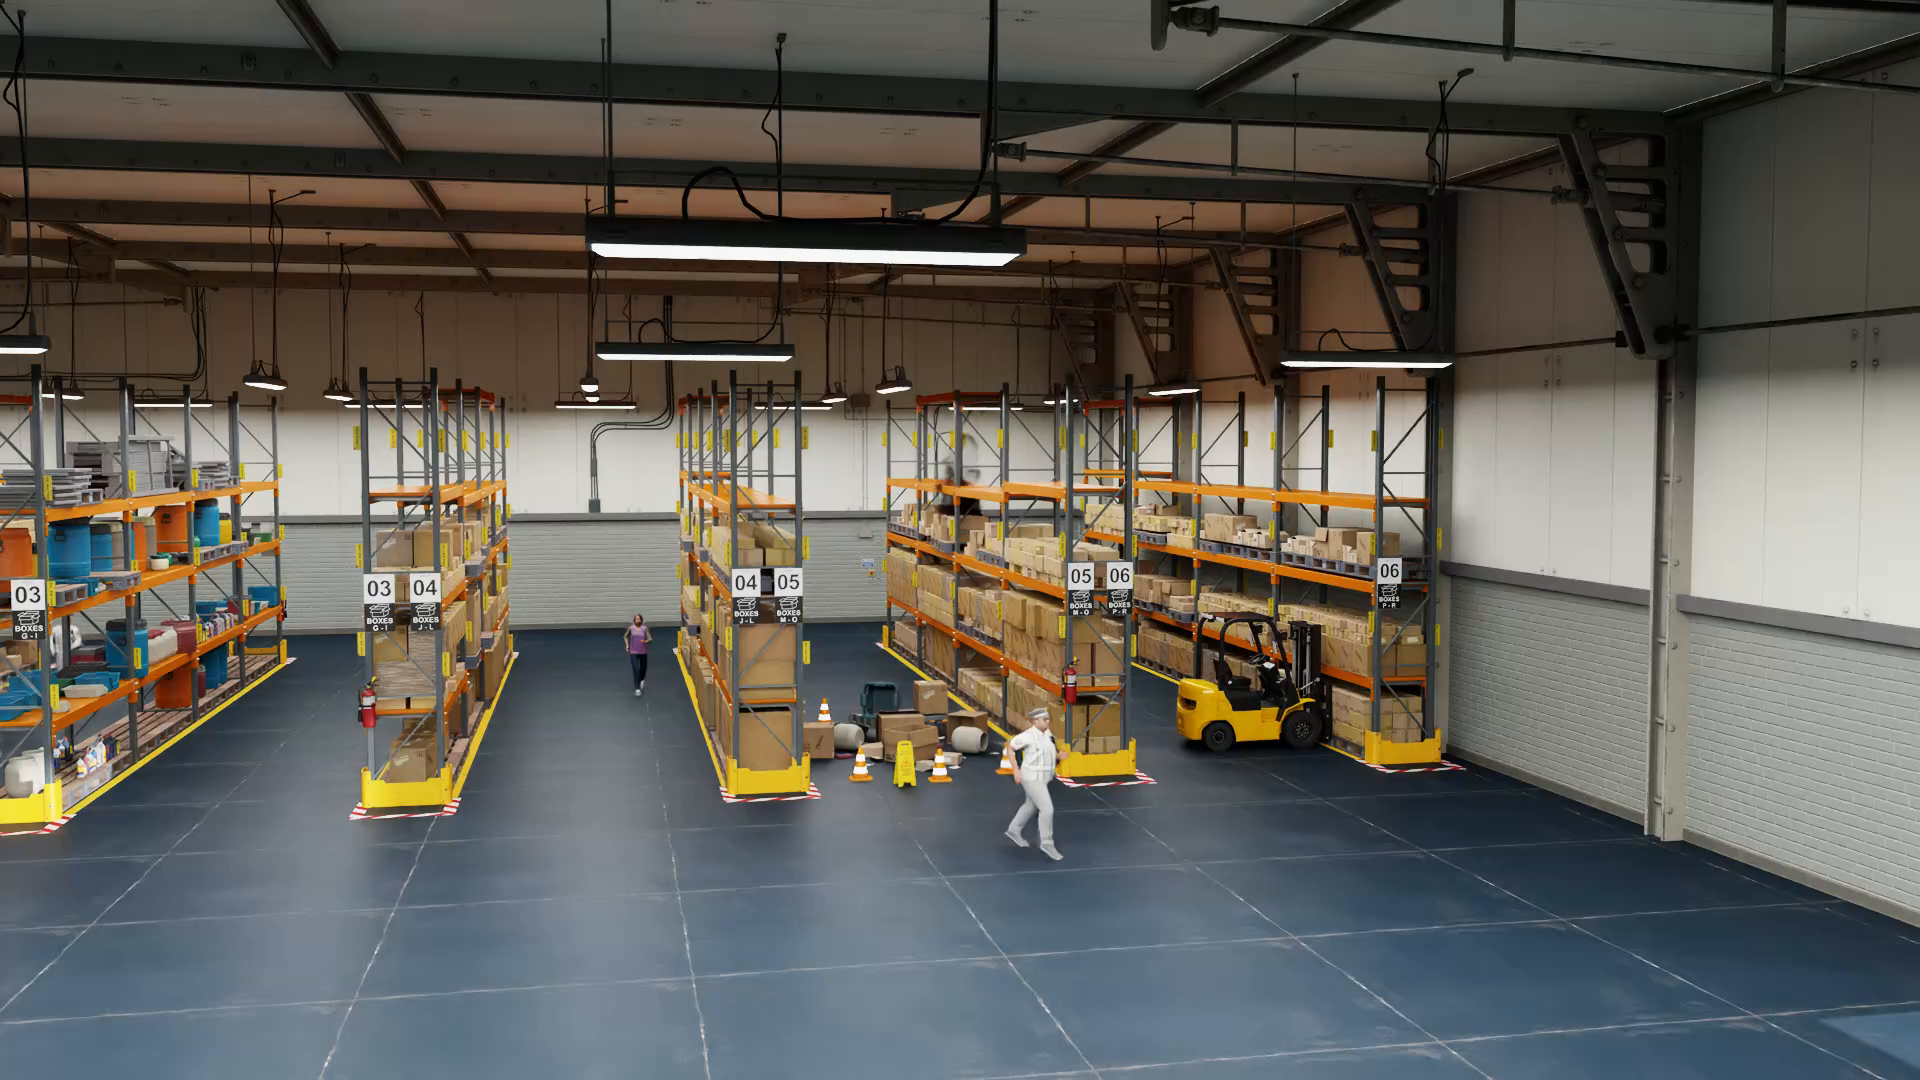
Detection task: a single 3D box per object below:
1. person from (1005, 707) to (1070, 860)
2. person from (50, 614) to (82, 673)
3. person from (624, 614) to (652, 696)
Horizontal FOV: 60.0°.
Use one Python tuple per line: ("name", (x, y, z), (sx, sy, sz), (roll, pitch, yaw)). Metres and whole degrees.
("person", (0.917, 2.915, 20.119), (0.893, 1.836, 0.634), (2, 4, 29))
("person", (-17.456, 2.244, 32.419), (0.612, 1.718, 0.545), (-1, 4, -24))
("person", (-6.358, 2.240, 32.858), (0.543, 1.576, 0.877), (-1, 4, -15))
